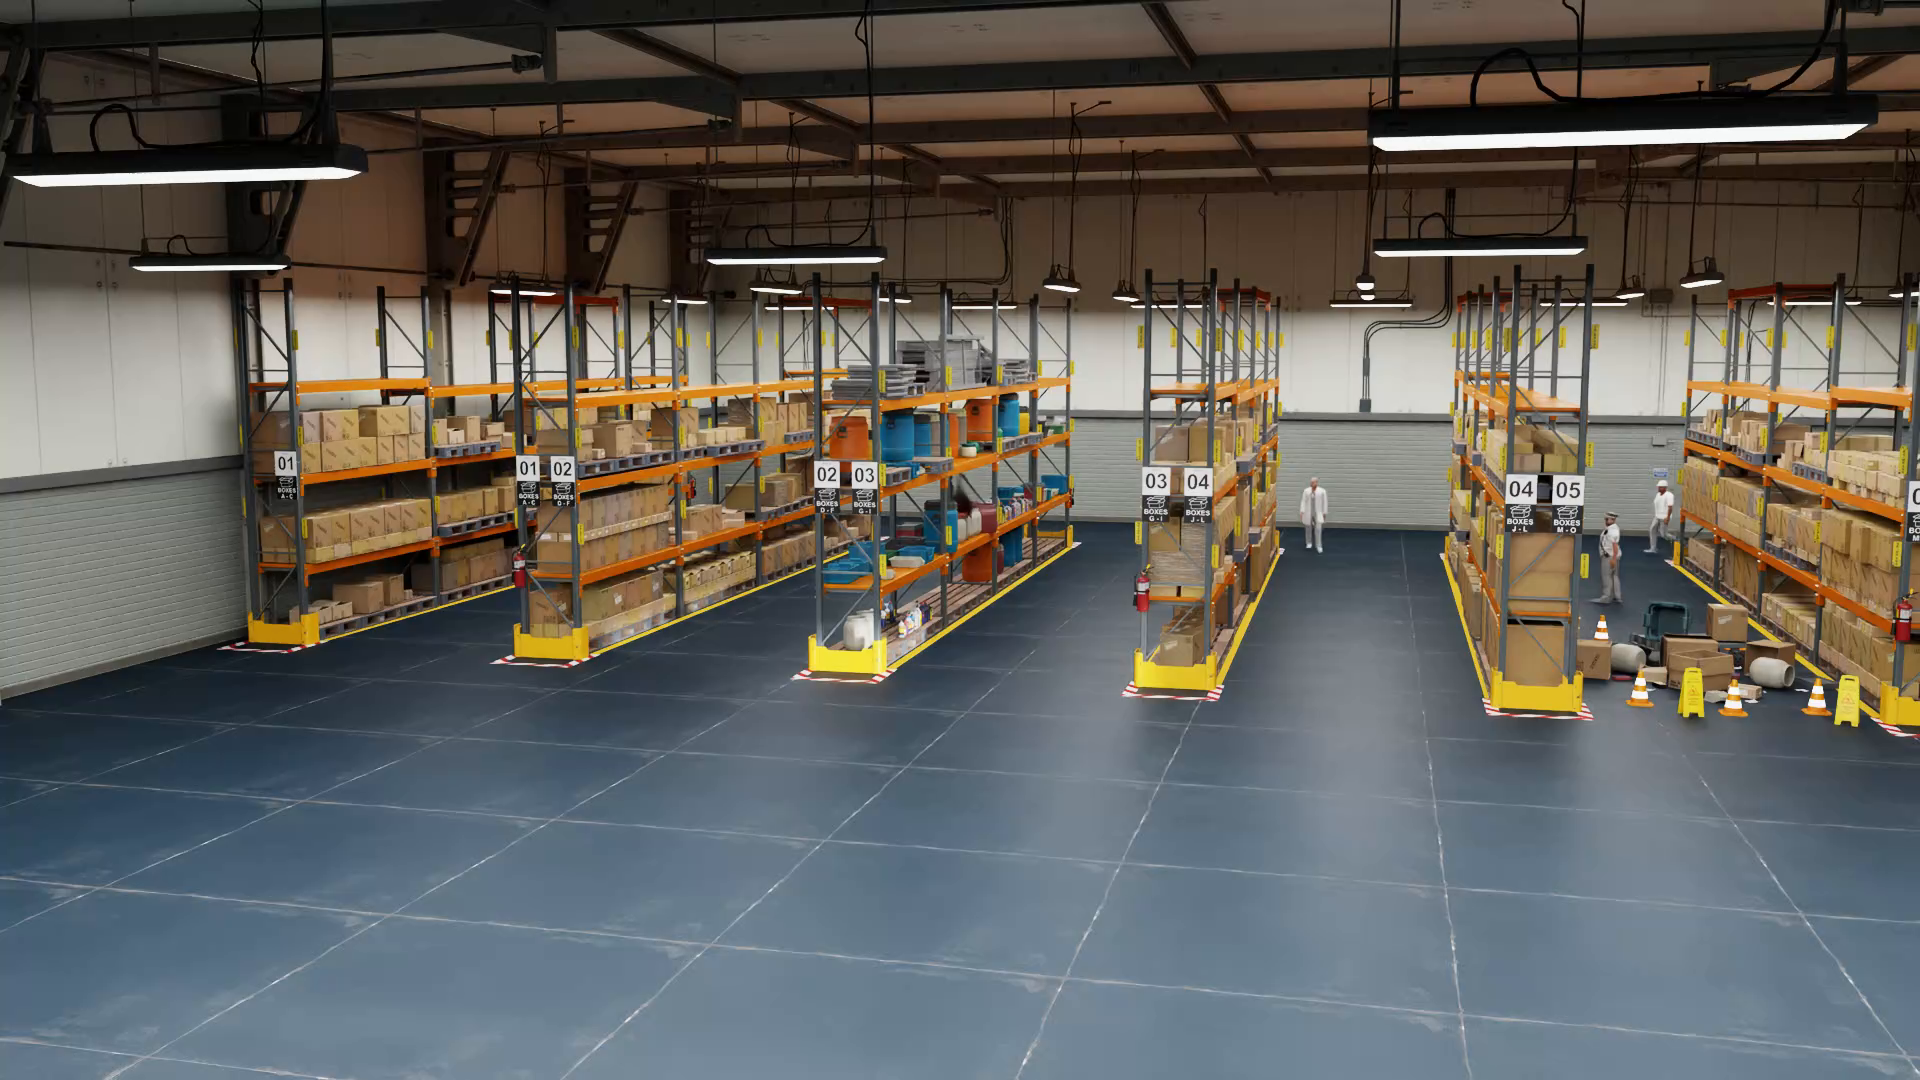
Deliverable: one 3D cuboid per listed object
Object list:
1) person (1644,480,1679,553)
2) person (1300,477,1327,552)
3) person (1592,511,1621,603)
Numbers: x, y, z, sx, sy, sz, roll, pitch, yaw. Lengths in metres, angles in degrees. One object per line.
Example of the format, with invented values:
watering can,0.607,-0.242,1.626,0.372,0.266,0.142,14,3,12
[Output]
person,16.516,-0.539,38.990,0.865,1.727,0.600,0,7,1
person,8.415,-0.622,39.577,0.655,1.737,1.035,1,7,7
person,12.434,0.324,31.820,0.476,1.764,0.556,5,8,35
